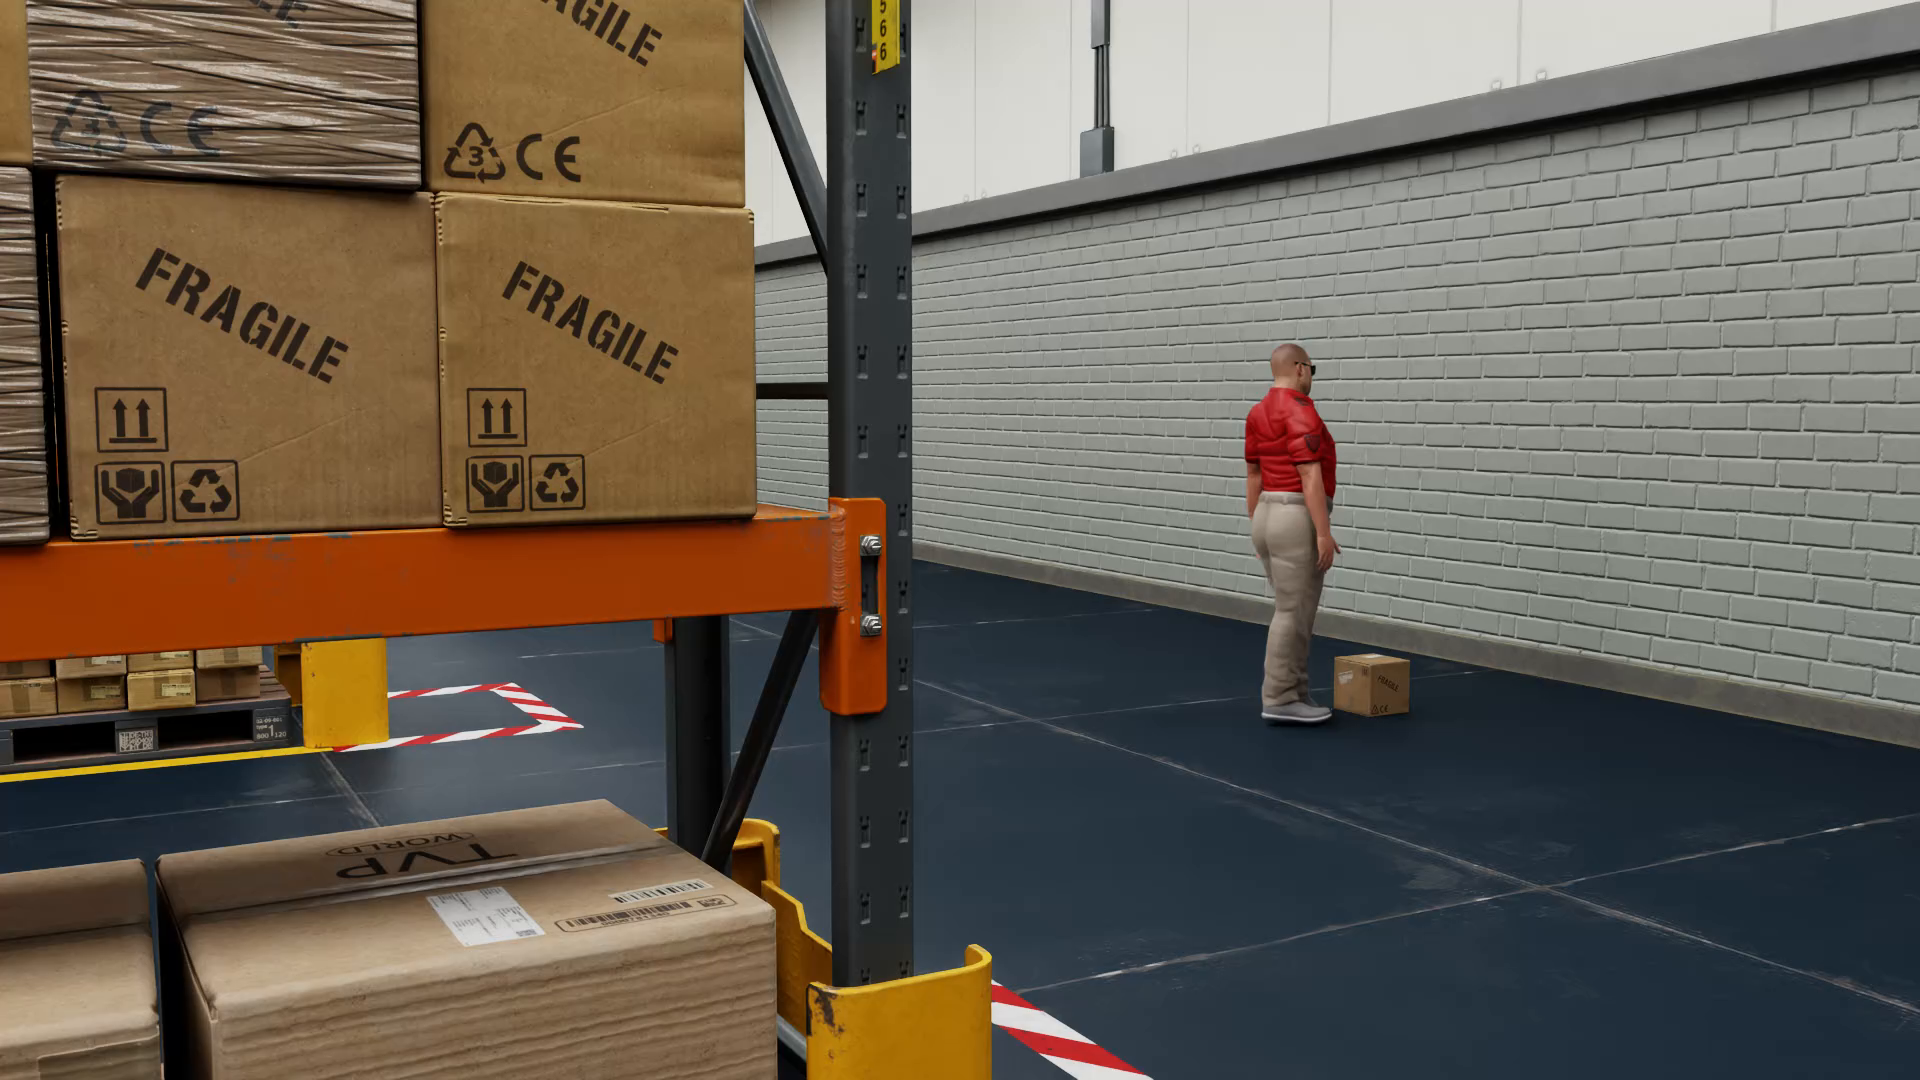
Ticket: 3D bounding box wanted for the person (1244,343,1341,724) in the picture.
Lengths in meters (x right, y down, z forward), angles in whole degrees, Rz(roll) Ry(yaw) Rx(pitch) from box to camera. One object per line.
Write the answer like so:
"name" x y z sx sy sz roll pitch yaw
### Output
"person" 1.592 -0.006 7.627 0.477 1.783 0.566 -1 5 -14
